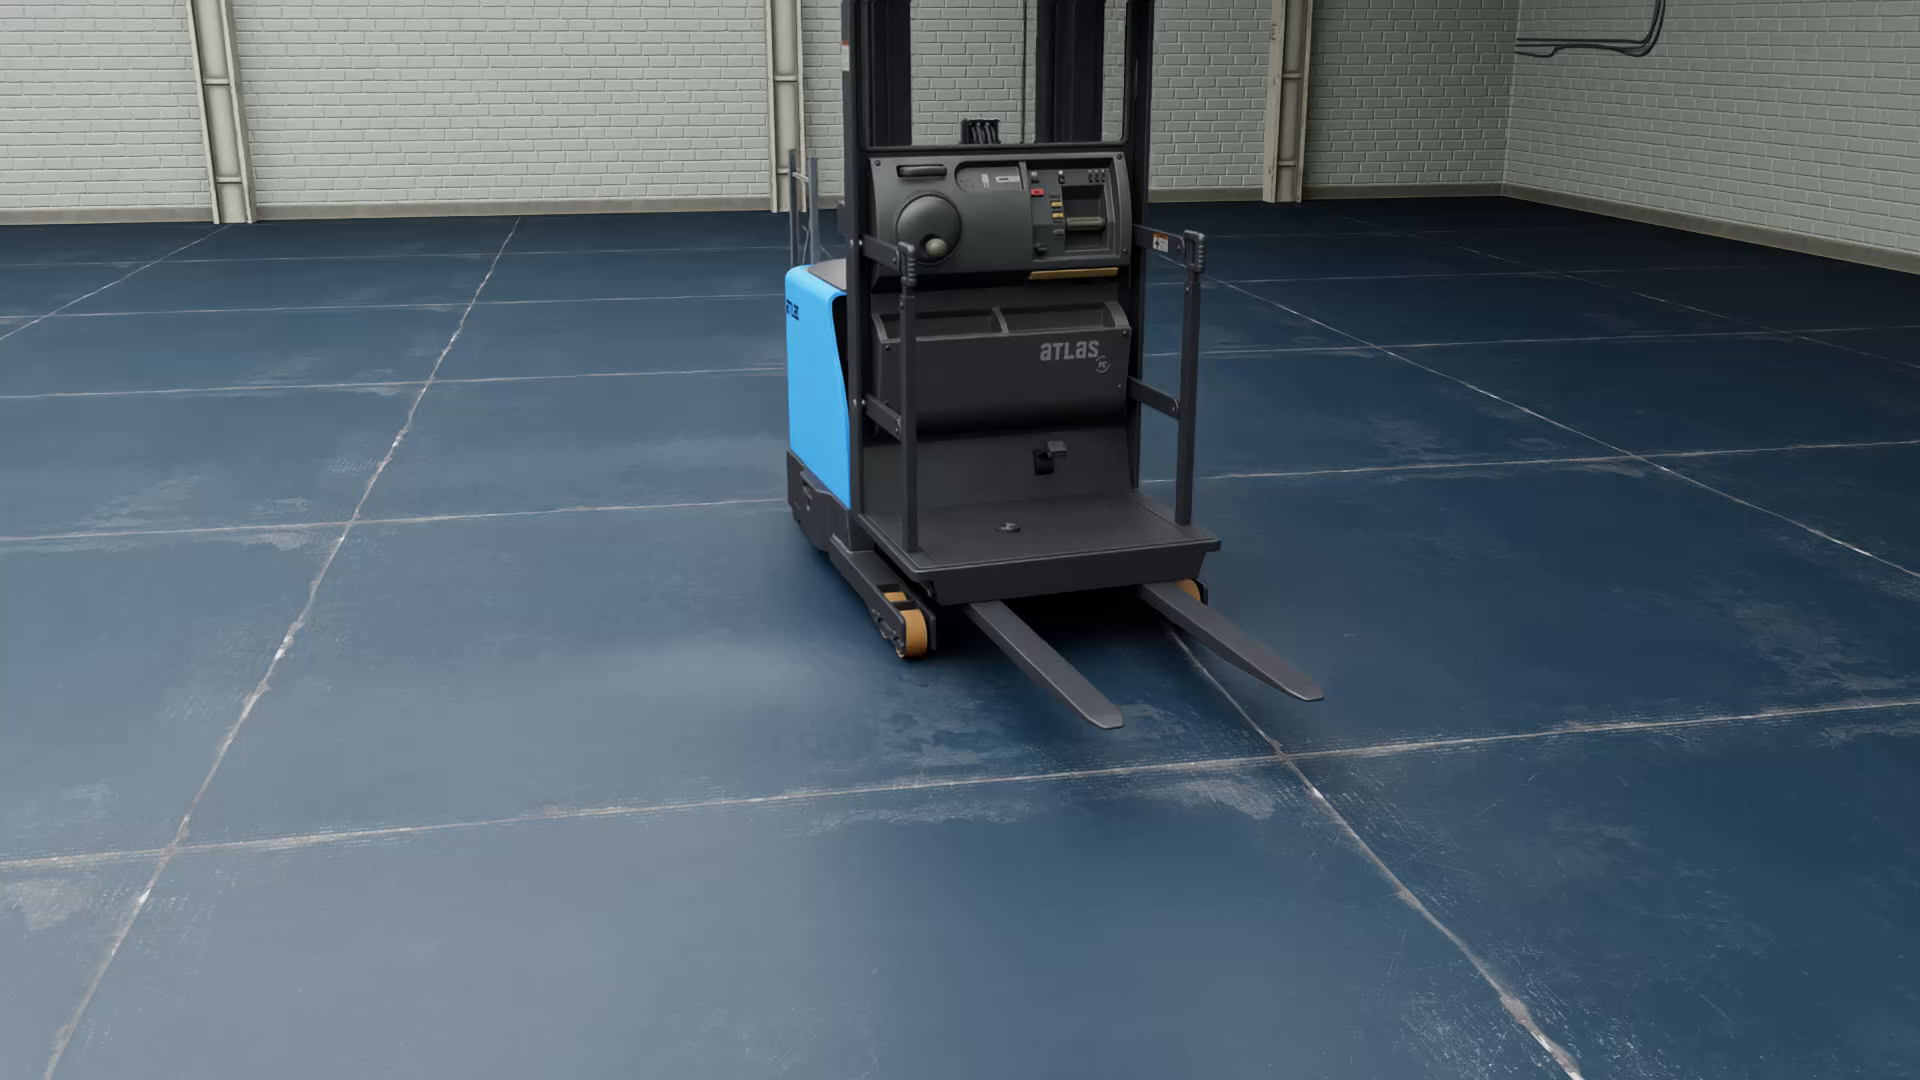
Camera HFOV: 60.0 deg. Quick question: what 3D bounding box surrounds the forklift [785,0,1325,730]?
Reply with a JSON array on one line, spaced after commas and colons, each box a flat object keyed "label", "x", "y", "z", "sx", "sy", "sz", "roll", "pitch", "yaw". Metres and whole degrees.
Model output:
[{"label": "forklift", "x": 0.219, "y": -1.140, "z": 5.531, "sx": 1.130, "sy": 2.935, "sz": 3.031, "roll": -6, "pitch": 18, "yaw": -18}]

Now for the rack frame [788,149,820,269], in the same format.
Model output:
[{"label": "rack frame", "x": -0.668, "y": -0.922, "z": 7.258, "sx": 0.032, "sy": 1.500, "sz": 0.500, "roll": -5, "pitch": 18, "yaw": -16}]

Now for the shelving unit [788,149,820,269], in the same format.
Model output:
[{"label": "shelving unit", "x": -0.180, "y": -0.963, "z": 7.394, "sx": 1.048, "sy": 1.500, "sz": 0.538, "roll": -5, "pitch": 18, "yaw": -16}]

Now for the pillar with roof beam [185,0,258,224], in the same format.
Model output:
[{"label": "pillar with roof beam", "x": -7.049, "y": -6.520, "z": 12.713, "sx": 0.400, "sy": 9.000, "sz": 9.100, "roll": -3, "pitch": 17, "yaw": -10}]

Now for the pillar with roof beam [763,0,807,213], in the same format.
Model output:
[{"label": "pillar with roof beam", "x": -1.158, "y": -6.854, "z": 13.801, "sx": 0.400, "sy": 9.000, "sz": 9.100, "roll": -3, "pitch": 17, "yaw": -10}]

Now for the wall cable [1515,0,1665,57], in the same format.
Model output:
[{"label": "wall cable", "x": 7.059, "y": -6.728, "z": 18.679, "sx": 0.112, "sy": 2.526, "sz": 3.097, "roll": -3, "pitch": 17, "yaw": -10}]

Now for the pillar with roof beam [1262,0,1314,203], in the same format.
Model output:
[{"label": "pillar with roof beam", "x": 4.733, "y": -7.188, "z": 14.889, "sx": 0.400, "sy": 9.000, "sz": 9.100, "roll": -3, "pitch": 17, "yaw": -10}]
